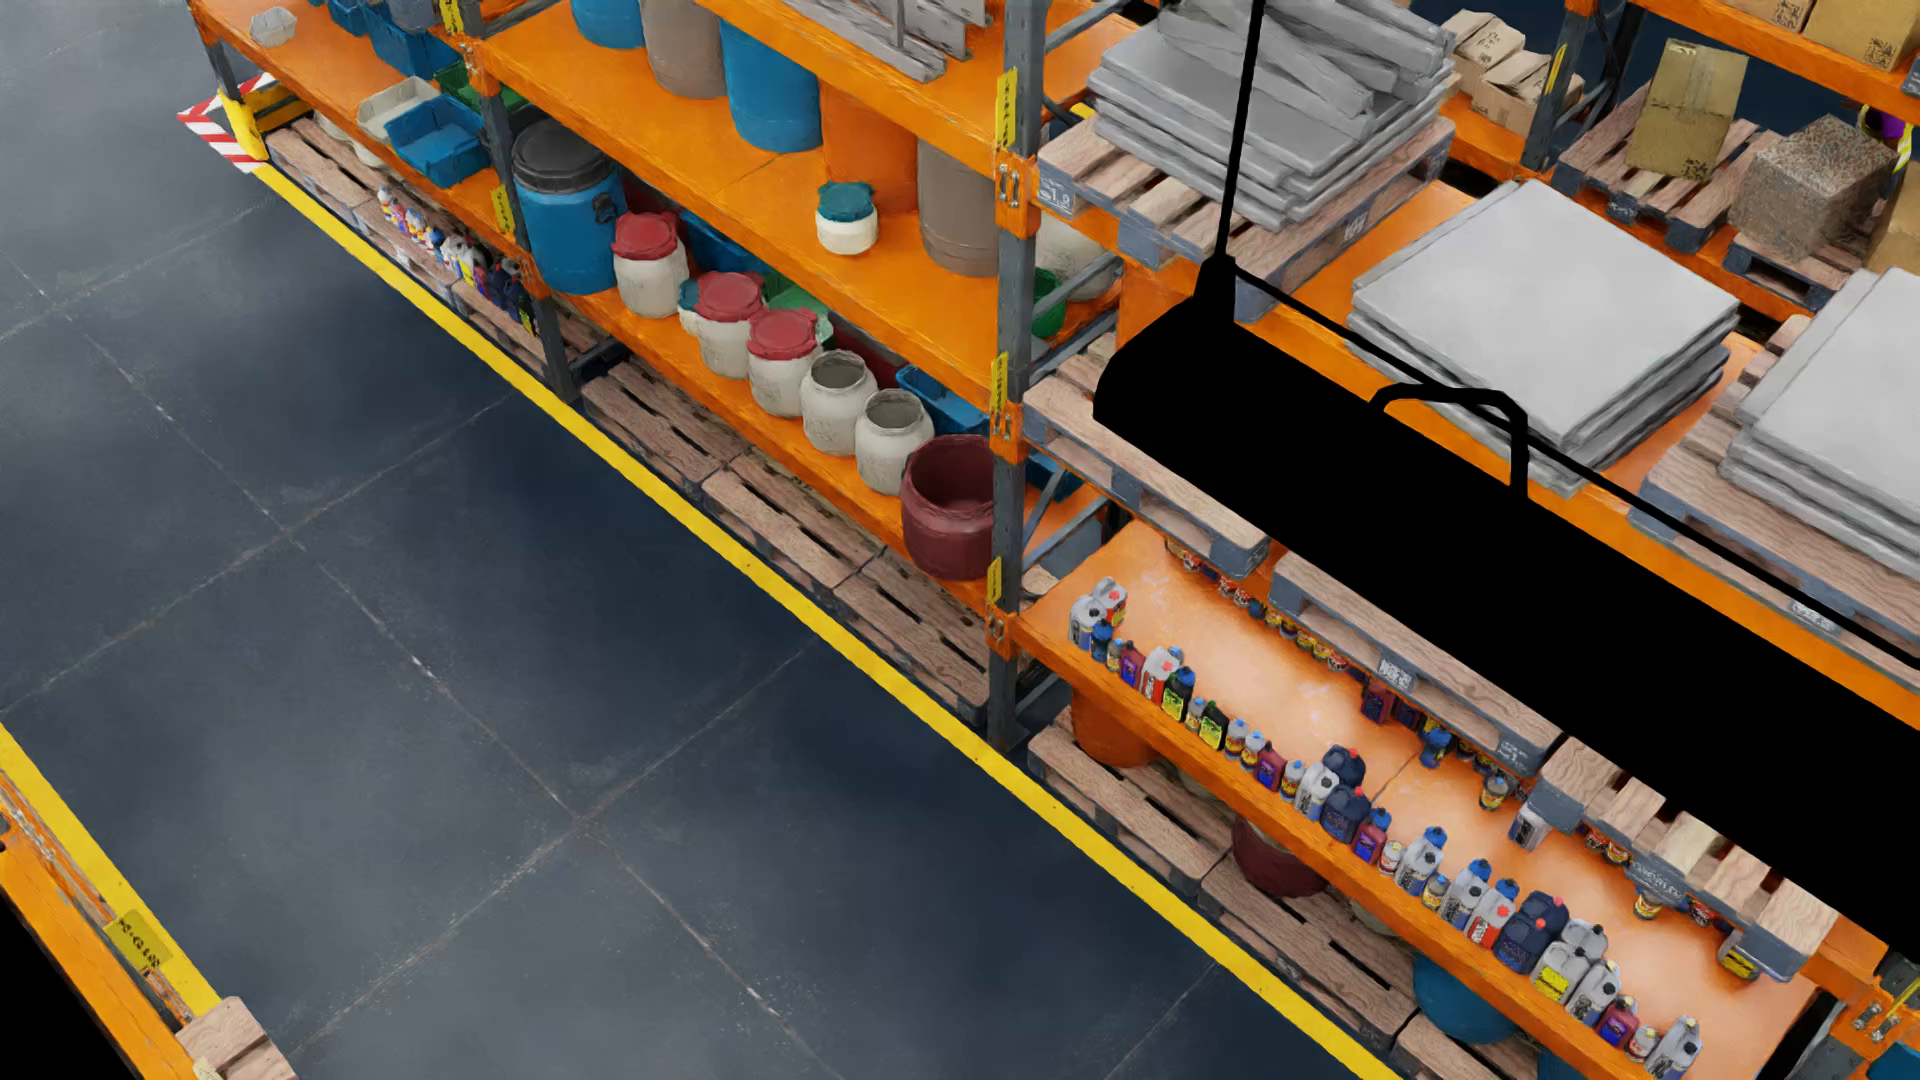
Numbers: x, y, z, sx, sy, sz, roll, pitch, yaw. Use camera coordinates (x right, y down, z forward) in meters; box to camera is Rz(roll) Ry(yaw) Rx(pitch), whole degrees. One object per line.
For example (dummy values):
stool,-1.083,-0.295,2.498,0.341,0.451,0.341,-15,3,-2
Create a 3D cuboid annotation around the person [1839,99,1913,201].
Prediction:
person,6.304,-2.643,11.494,0.734,1.697,0.856,-33,58,-25
